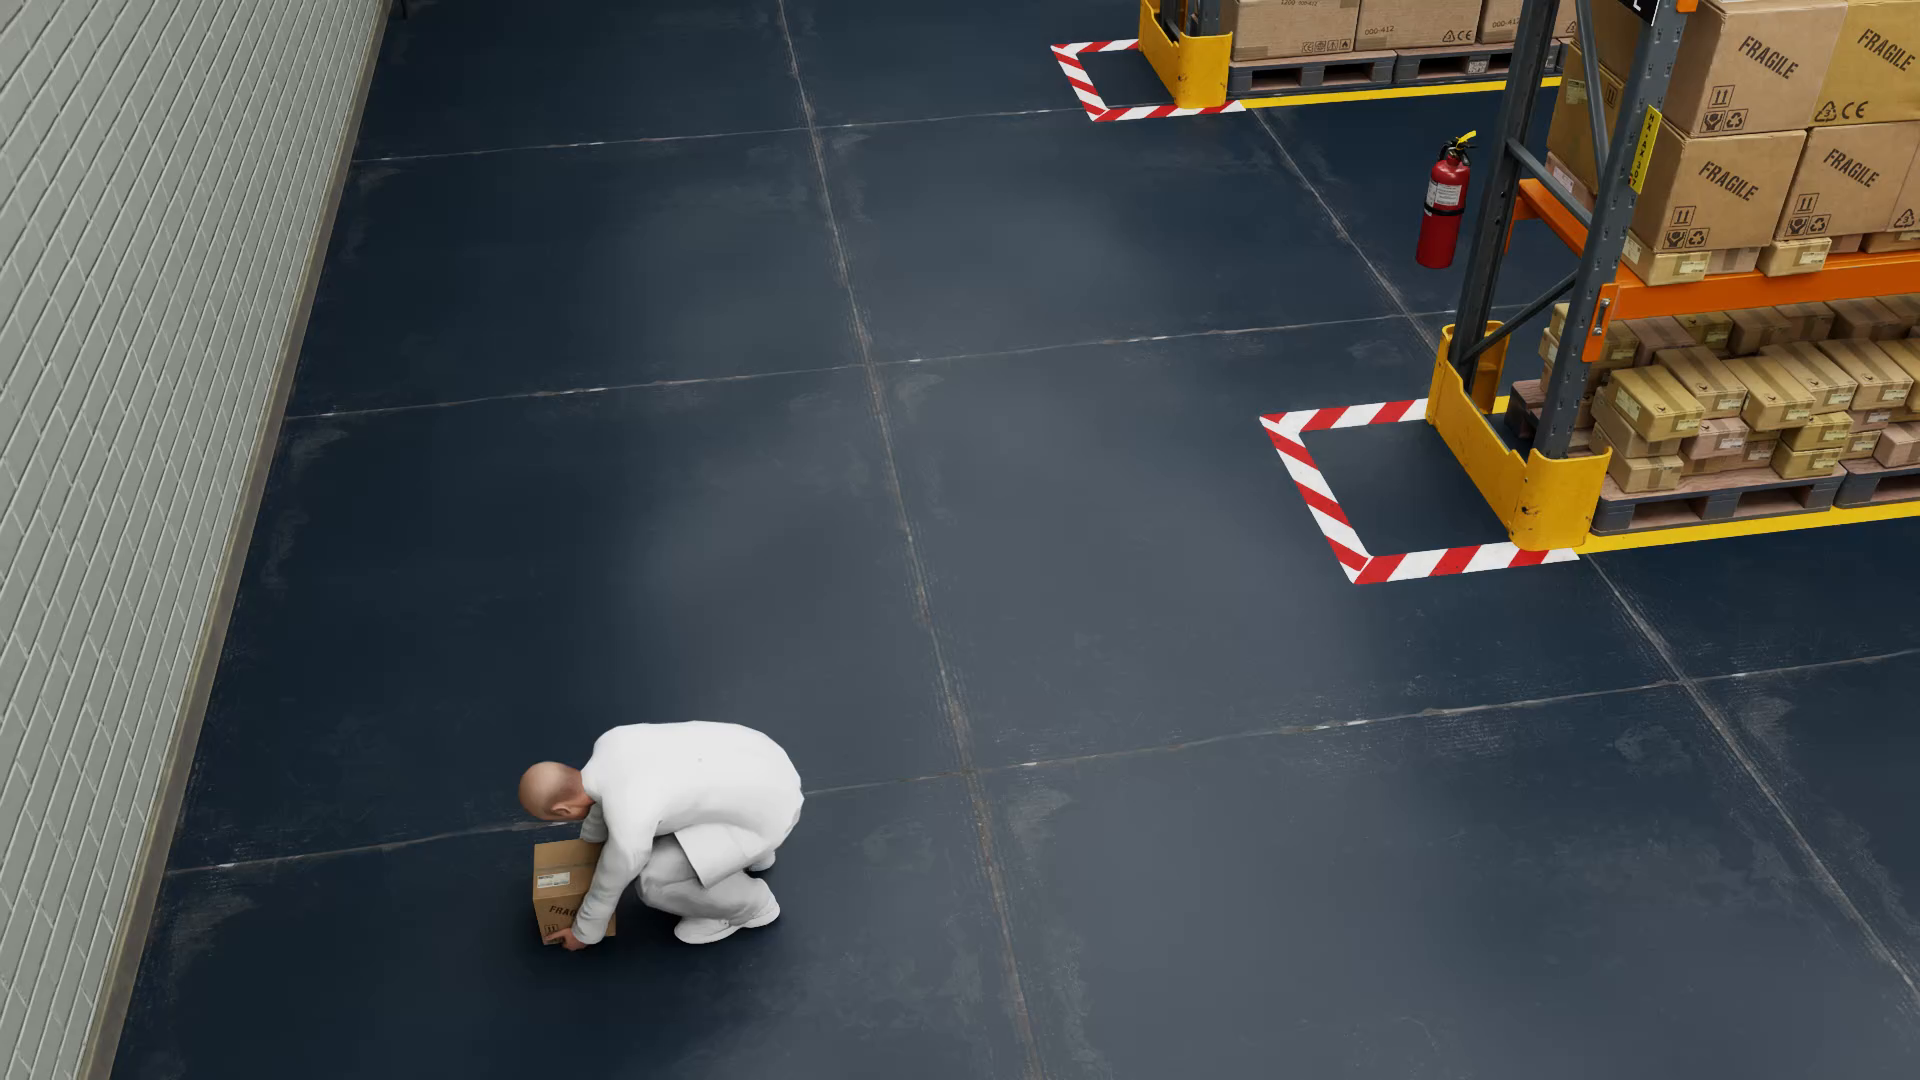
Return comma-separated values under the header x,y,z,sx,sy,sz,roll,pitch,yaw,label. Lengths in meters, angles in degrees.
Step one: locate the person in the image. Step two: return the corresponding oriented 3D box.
x,y,z,sx,sy,sz,roll,pitch,yaw,label
-1.002,1.002,5.729,0.938,0.816,0.577,-7,39,-9,person
